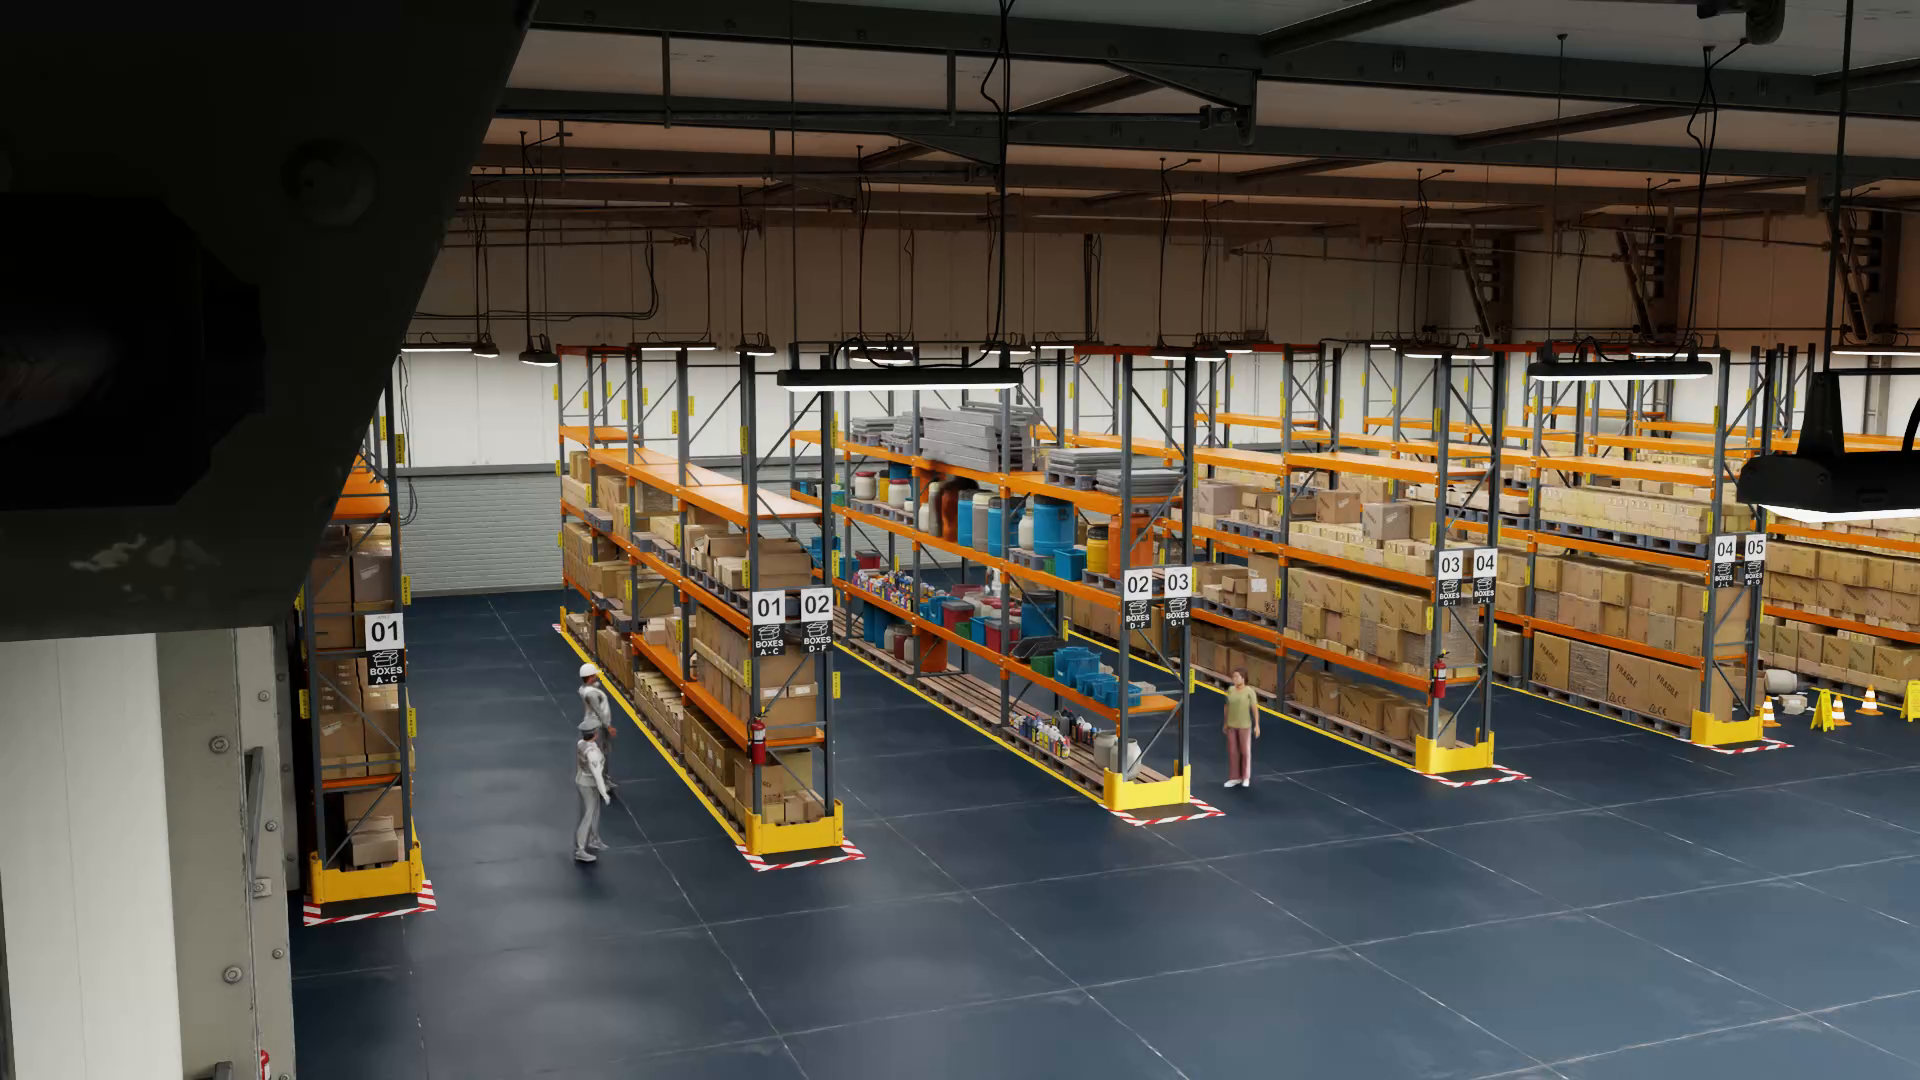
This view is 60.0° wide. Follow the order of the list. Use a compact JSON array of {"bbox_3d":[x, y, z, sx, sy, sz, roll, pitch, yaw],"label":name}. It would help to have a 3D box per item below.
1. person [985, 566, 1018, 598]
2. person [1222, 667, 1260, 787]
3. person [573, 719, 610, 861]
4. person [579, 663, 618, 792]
[{"bbox_3d":[0.890,1.075,34.886,0.610,1.809,0.878,-3,8,-20],"label":"person"},{"bbox_3d":[3.897,2.597,23.017,0.550,1.706,0.372,5,9,32],"label":"person"},{"bbox_3d":[-4.446,2.989,19.979,0.466,1.722,0.620,-2,8,-17],"label":"person"},{"bbox_3d":[-4.946,2.580,22.811,0.581,1.809,0.553,0,7,3],"label":"person"}]
